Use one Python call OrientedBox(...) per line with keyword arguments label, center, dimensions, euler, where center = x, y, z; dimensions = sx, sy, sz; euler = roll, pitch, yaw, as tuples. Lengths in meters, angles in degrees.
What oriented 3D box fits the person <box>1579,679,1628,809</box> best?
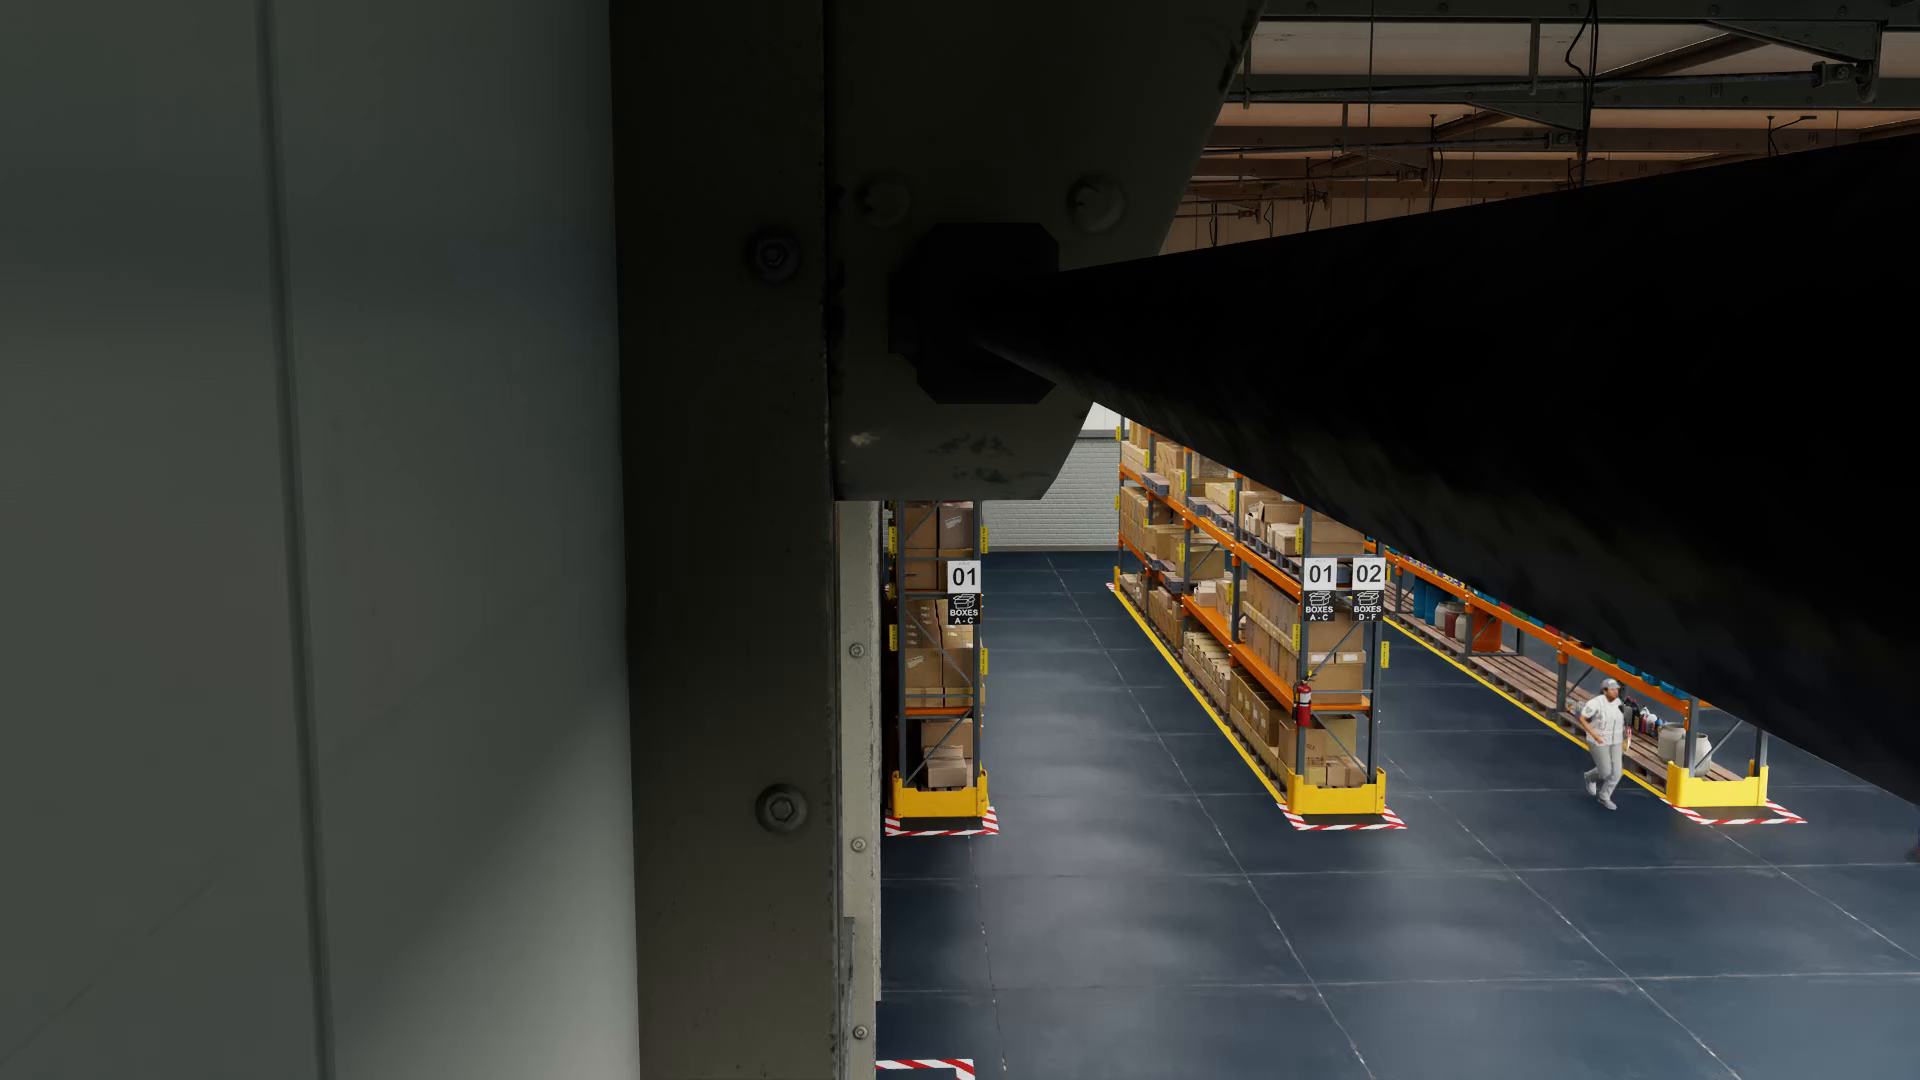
OrientedBox(label="person", center=(8.112, 2.544, 20.918), dimensions=(0.639, 1.638, 0.530), euler=(-2, 8, -11))
